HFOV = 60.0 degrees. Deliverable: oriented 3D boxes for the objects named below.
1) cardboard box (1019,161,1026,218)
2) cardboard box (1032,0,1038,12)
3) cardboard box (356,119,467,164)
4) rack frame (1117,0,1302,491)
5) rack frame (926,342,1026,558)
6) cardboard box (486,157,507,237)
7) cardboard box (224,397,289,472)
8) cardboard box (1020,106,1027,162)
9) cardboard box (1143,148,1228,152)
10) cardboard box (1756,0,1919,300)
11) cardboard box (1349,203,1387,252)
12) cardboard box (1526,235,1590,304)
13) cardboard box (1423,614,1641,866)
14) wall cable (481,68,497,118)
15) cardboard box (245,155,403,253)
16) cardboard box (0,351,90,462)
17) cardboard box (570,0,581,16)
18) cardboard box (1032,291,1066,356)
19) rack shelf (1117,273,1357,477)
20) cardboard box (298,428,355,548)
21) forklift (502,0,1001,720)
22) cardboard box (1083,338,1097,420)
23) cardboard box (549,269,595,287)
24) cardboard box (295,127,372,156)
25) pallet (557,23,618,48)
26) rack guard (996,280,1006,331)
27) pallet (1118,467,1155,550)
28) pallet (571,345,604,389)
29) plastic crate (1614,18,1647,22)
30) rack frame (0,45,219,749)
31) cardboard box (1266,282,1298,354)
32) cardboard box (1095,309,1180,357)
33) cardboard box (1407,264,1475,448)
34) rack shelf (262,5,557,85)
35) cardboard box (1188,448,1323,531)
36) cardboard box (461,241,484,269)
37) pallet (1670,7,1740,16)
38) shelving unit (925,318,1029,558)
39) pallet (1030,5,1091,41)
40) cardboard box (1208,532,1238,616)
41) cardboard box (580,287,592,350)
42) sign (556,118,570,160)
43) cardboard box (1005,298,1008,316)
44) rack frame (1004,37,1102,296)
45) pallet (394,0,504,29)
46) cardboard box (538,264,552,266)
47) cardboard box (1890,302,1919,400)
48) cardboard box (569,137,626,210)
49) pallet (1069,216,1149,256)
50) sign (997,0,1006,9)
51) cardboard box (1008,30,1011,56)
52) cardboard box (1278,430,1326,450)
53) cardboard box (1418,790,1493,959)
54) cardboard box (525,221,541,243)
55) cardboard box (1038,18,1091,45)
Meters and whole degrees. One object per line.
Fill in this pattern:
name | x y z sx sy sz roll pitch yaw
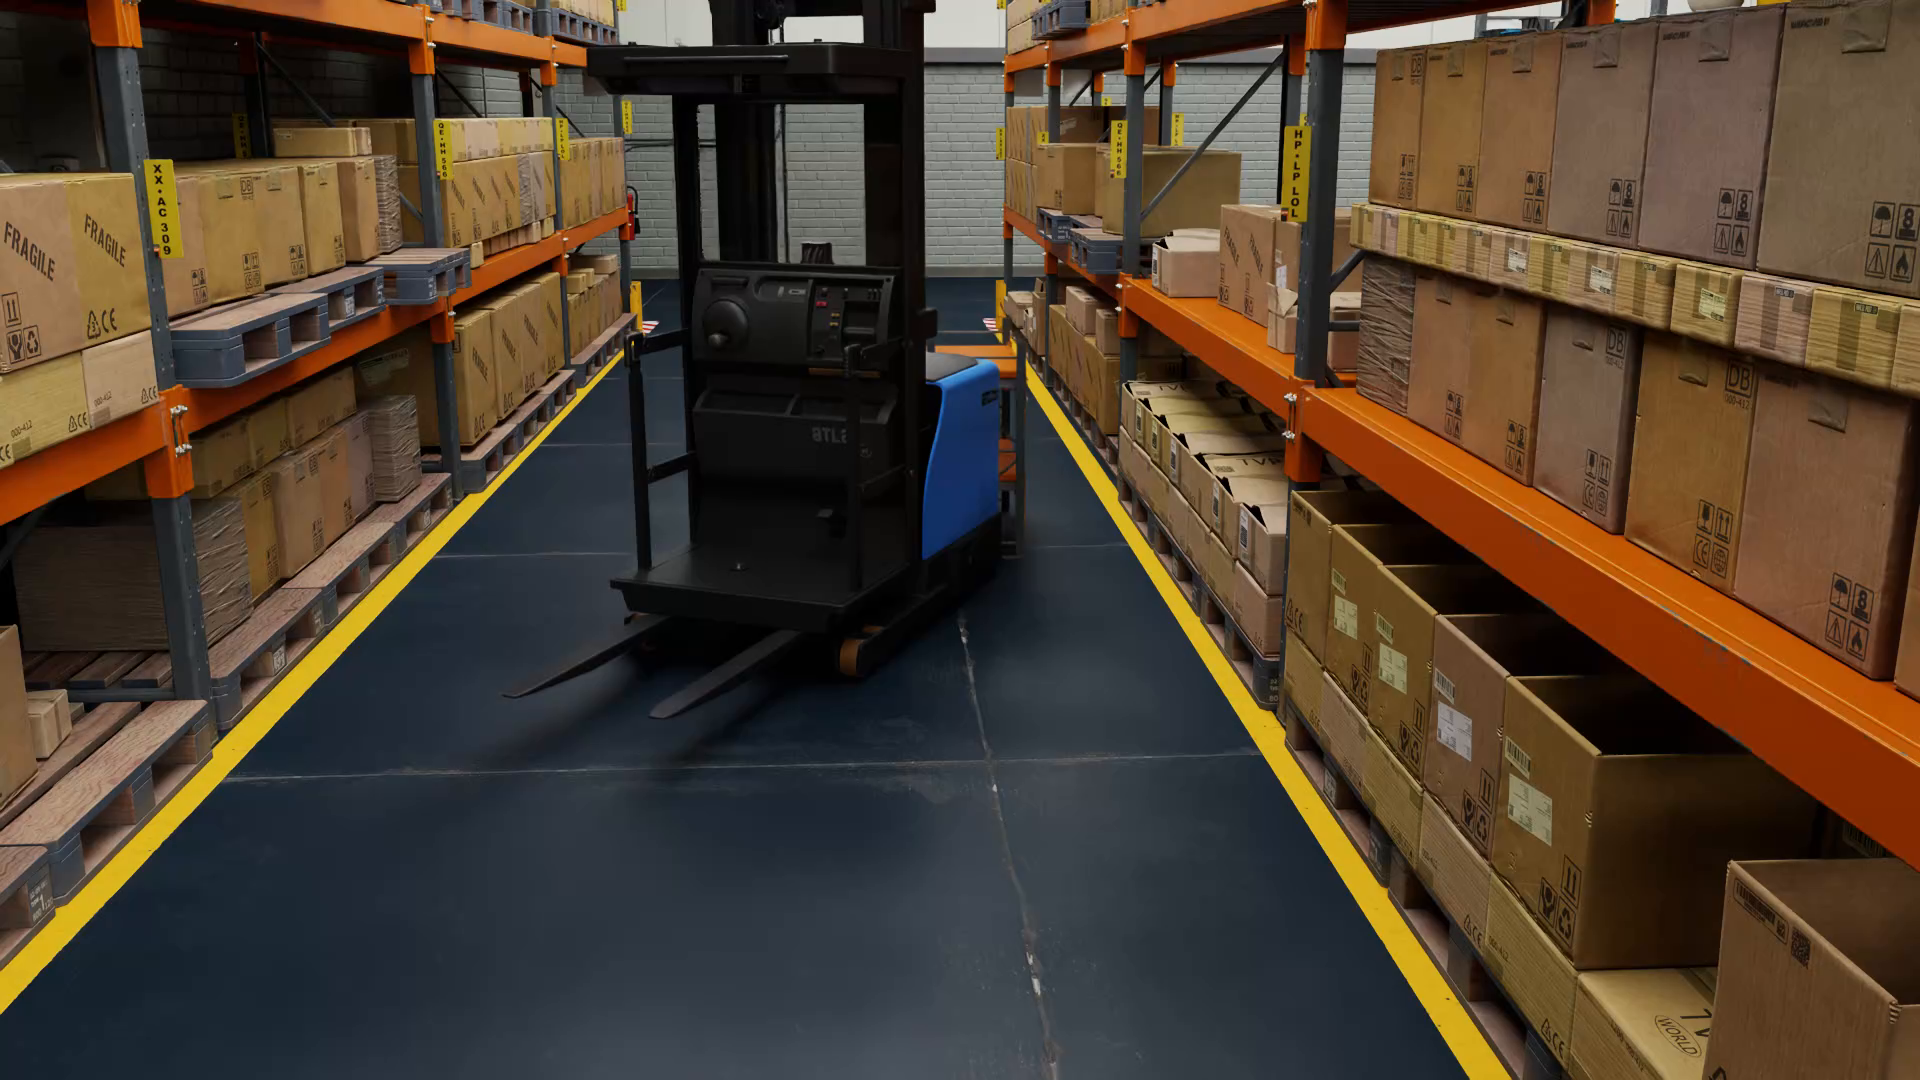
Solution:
cardboard box | 0.831 -3.304 15.648 0.500 0.500 0.500 -1 14 -3
cardboard box | 0.891 -4.616 14.225 0.500 0.250 0.500 -1 14 -3
cardboard box | -3.249 -2.370 9.875 0.500 0.250 0.500 -1 14 -2
rack frame | 1.467 -1.758 9.839 1.000 3.000 0.127 -1 14 -3
rack frame | 0.081 -0.452 8.525 0.500 1.125 0.032 -1 14 -3
cardboard box | -3.304 -2.261 10.958 0.500 0.500 0.500 -1 14 -4
cardboard box | -3.358 -0.473 7.474 0.500 0.250 0.500 -1 14 -5
cardboard box | 0.834 -3.785 15.510 0.500 0.500 0.500 -1 14 -4
cardboard box | 1.450 -2.395 11.272 0.700 0.500 0.500 2 15 7
cardboard box | 1.906 -0.705 2.943 0.700 0.500 0.500 -1 14 -5
cardboard box | 1.539 -1.056 5.608 0.380 0.149 0.250 -1 14 -4
cardboard box | 1.638 -0.671 4.111 0.380 0.149 0.250 -1 14 -4
cardboard box | 1.527 0.495 4.253 0.500 0.500 0.500 -1 14 -3
wall cable | -4.996 -4.466 18.325 0.084 1.984 1.851 -1 14 -3
cardboard box | -3.437 -1.825 9.017 0.700 0.500 0.500 -3 15 -10
cardboard box | -2.874 -0.386 4.766 0.500 0.250 0.500 -1 14 -3
cardboard box | -3.521 -4.610 14.162 0.500 0.250 0.500 -1 14 -5
cardboard box | 0.901 -1.893 14.496 0.500 0.500 0.500 -1 14 -3
rack shelf | 1.591 -0.912 7.996 1.077 0.370 4.000 -1 14 -3
cardboard box | -3.405 -0.252 8.119 0.700 0.500 0.500 -1 14 -4
forklift | -0.794 -0.969 6.911 1.130 2.935 3.031 5 15 20
cardboard box | 1.143 -1.118 11.486 0.500 0.500 0.500 -1 14 -5
cardboard box | -3.540 -2.388 15.159 0.380 0.149 0.250 -1 14 -5
cardboard box | -3.425 -2.171 9.059 0.380 0.149 0.250 -3 15 -11
pallet | -3.916 -4.896 16.192 1.003 0.211 1.213 -1 14 -3
rack guard | 0.976 -2.518 17.810 1.175 0.500 0.348 -1 14 -3
pallet | 1.479 -0.202 9.389 1.003 0.211 1.213 -1 14 -3
pallet | -3.693 -1.515 14.492 1.003 0.211 1.213 -1 14 -3
plastic crate | 5.789 -4.421 14.507 0.416 0.233 0.300 -1 14 -3
rack frame | -3.229 -0.686 5.672 1.000 3.000 0.127 -1 14 -3
cardboard box | 1.477 -0.914 6.828 0.396 0.266 0.258 -1 14 -5
cardboard box | 1.167 -1.367 10.946 0.500 0.250 0.500 0 14 -1
cardboard box | 1.788 -0.570 5.022 0.700 0.500 0.500 -1 14 -4
rack shelf | -3.600 -3.282 11.187 1.077 0.370 4.000 -1 14 -3
cardboard box | 1.337 -0.256 7.552 0.500 0.311 0.500 -1 14 -4
cardboard box | -3.205 -1.784 10.405 0.380 0.149 0.250 0 14 -2
pallet | 6.310 -3.996 12.897 1.213 0.211 1.003 -1 14 -3
shelving unit | 0.058 -0.578 9.017 0.538 1.125 1.048 -1 14 -3
pallet | 1.190 -3.951 12.721 1.213 0.211 1.003 -1 14 -3
cardboard box | 1.371 0.141 7.136 0.500 0.250 0.500 -1 14 -4
cardboard box | -3.696 -1.981 14.879 0.700 0.500 0.500 -1 14 -4
sign | -3.183 -3.209 13.312 0.100 0.325 0.005 -1 14 -3
cardboard box | 0.670 -2.417 17.203 0.380 0.166 0.250 -1 14 -3
rack frame | 0.972 -3.748 17.572 1.000 3.000 0.127 -1 14 -3
pallet | -3.642 -3.479 10.888 1.003 0.211 1.213 0 14 -1
cardboard box | -3.956 -2.517 15.662 0.380 0.149 0.250 -1 14 -3
cardboard box | 1.732 -0.288 2.624 0.380 0.149 0.250 -1 14 -2
cardboard box | -3.931 -3.689 16.741 0.980 0.700 0.700 0 14 -1
pallet | 1.342 -2.149 11.743 1.003 0.211 1.213 -1 14 -3
sign | 0.430 -5.615 17.057 0.100 0.325 0.005 -1 14 -3
cardboard box | 0.750 -4.996 16.705 0.500 0.250 0.500 -1 14 -3
cardboard box | 1.842 -0.395 8.094 0.500 0.311 0.500 0 14 -2
cardboard box | 1.530 0.858 4.346 0.500 0.250 0.500 -1 14 -3
cardboard box | -3.336 -2.291 12.376 0.380 0.149 0.250 -1 14 -3
cardboard box | 0.924 -4.250 13.805 0.500 0.250 0.500 -1 14 -3
